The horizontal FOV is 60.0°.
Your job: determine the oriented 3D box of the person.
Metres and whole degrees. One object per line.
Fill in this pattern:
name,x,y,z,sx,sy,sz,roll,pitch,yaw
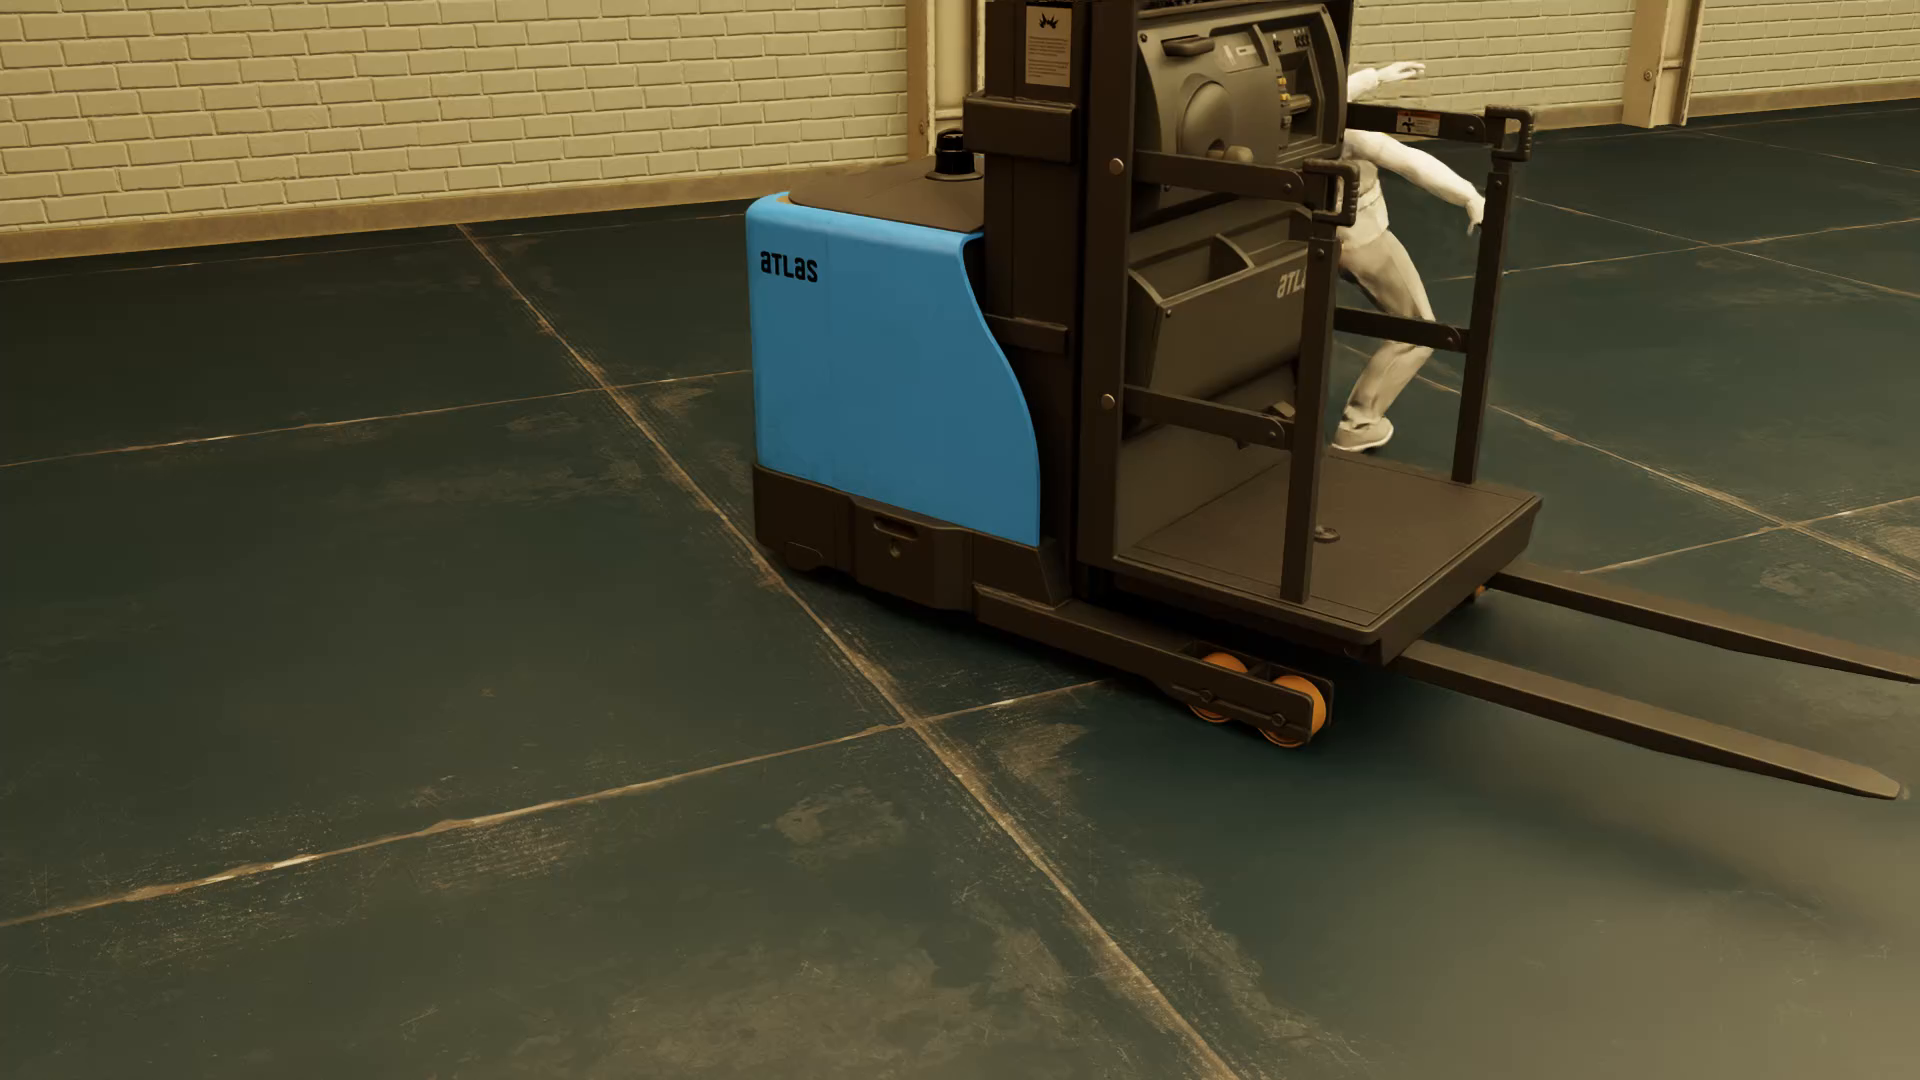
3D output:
person,1.290,-0.993,5.491,0.871,1.463,0.778,14,26,30

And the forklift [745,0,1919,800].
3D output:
forklift,0.865,-1.094,3.921,3.031,2.935,1.130,17,28,35
